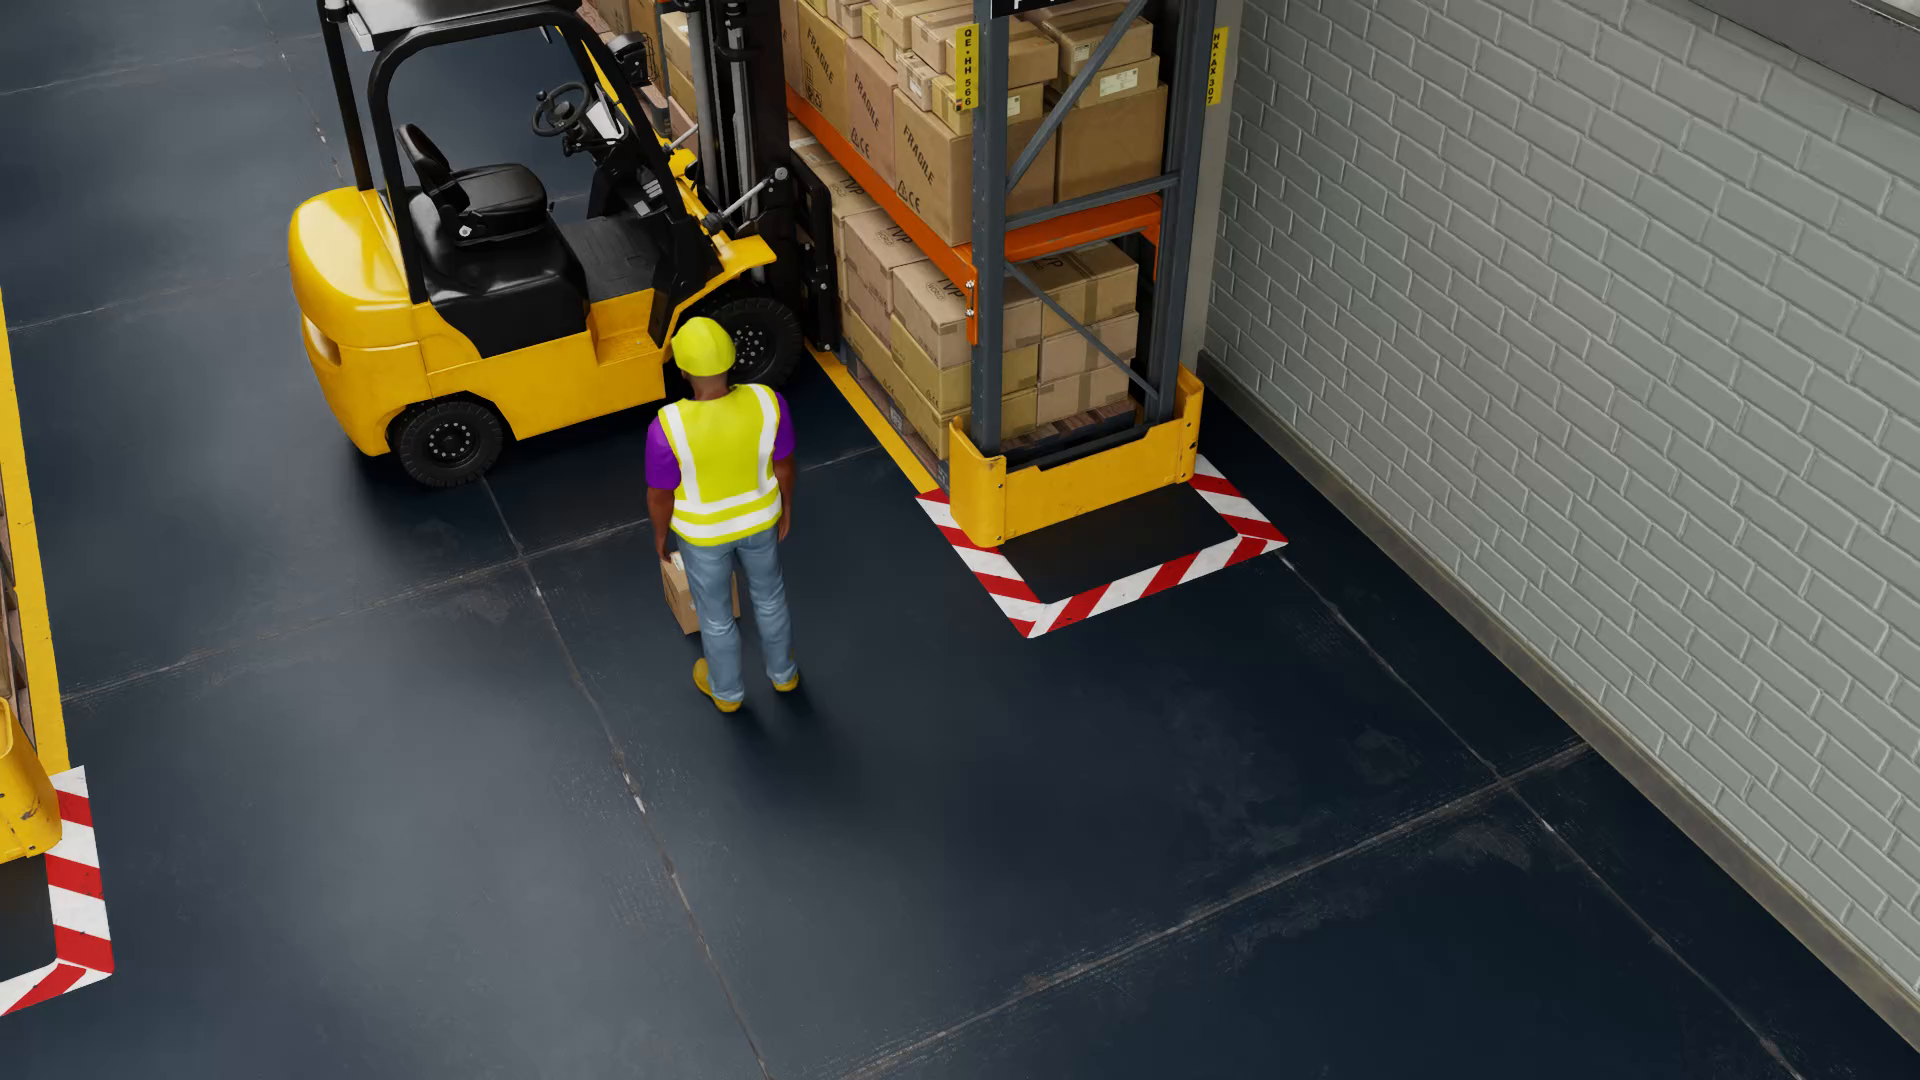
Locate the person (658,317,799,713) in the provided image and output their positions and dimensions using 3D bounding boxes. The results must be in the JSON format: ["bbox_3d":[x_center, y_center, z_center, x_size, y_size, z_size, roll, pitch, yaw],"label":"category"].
[{"bbox_3d":[-0.867,-0.086,6.233,0.455,1.765,0.352,-18,44,-19],"label":"person"}]
